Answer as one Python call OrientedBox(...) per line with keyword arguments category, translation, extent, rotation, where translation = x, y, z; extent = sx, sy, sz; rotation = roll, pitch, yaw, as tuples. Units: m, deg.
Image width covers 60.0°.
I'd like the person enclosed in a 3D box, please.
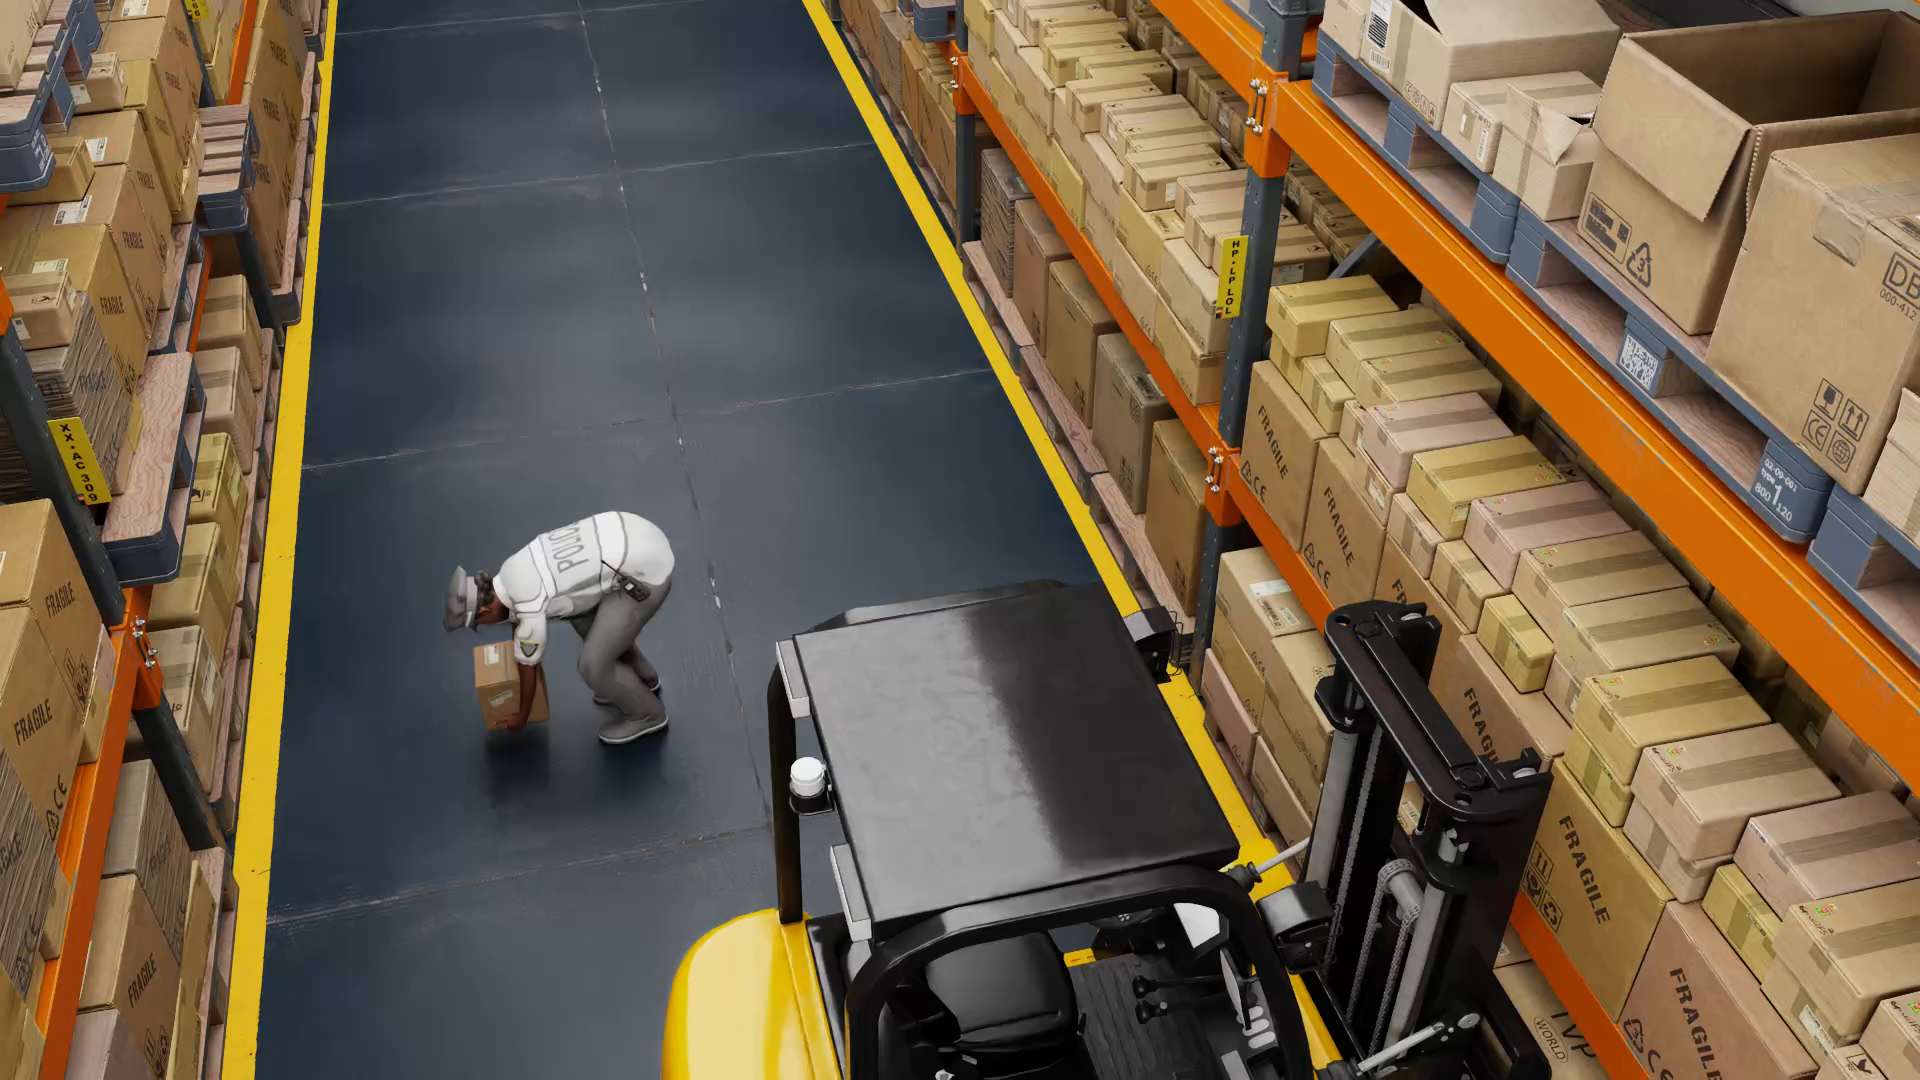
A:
OrientedBox(category="person", translation=(-1.597, 0.387, 6.772), extent=(0.927, 0.987, 0.449), rotation=(-11, 40, -14))
